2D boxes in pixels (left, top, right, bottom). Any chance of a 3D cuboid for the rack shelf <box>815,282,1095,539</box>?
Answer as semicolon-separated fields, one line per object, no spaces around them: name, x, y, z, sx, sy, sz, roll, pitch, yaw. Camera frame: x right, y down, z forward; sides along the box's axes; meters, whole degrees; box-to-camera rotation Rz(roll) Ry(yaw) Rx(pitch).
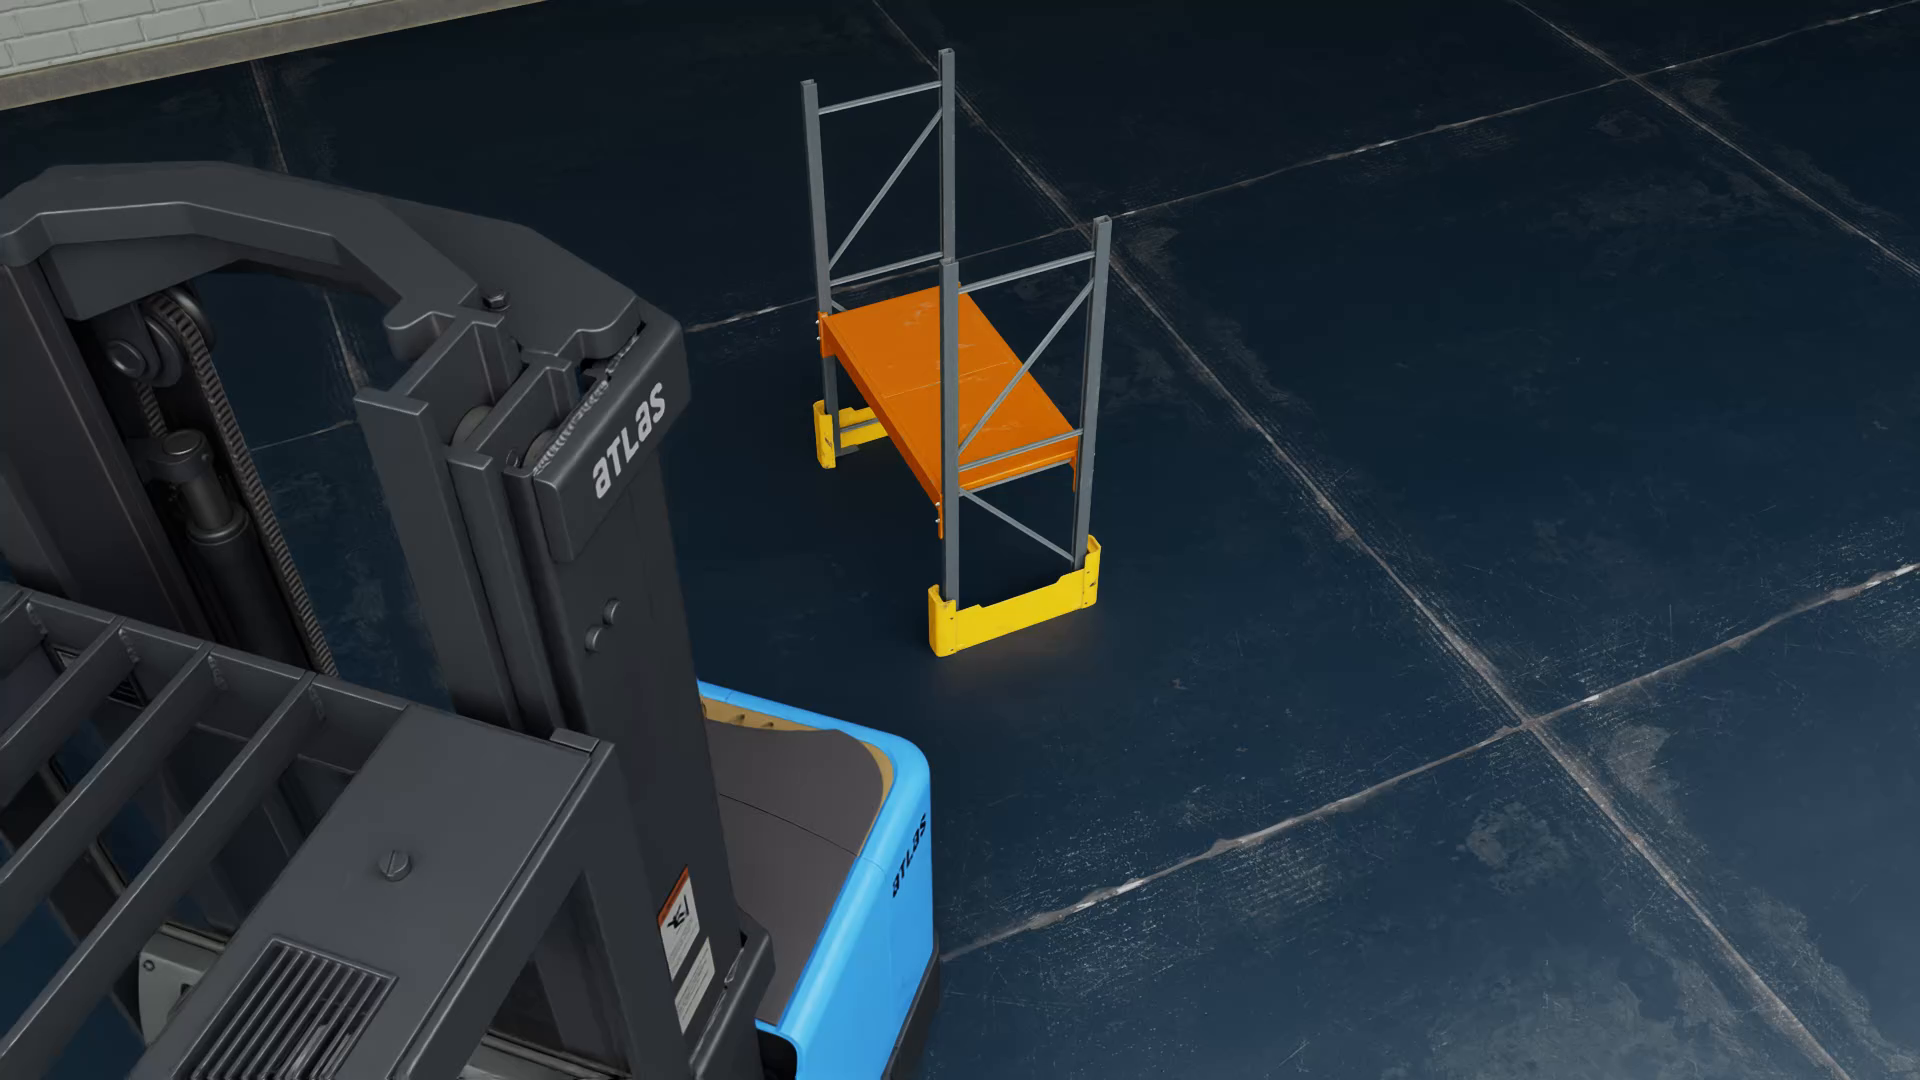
rack shelf;-0.036;-0.460;5.405;0.538;0.185;1.000;-18;47;-17

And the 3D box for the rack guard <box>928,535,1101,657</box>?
rack guard;0.177;0.180;5.390;0.587;0.250;0.087;-18;47;-17

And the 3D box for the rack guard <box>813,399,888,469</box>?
rack guard;-0.241;-0.455;6.033;0.587;0.250;0.087;-18;47;-17

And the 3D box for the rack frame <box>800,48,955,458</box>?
rack frame;-0.250;-0.912;5.607;0.500;1.500;0.032;-18;47;-17

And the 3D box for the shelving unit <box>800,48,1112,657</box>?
shelving unit;-0.032;-0.582;5.272;0.587;1.500;1.083;-18;47;-17

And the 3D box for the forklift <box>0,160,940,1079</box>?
forklift;-1.019;1.048;2.601;1.130;2.935;3.031;14;46;14

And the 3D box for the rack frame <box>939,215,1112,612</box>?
rack frame;0.178;-0.264;4.950;0.500;1.500;0.032;-18;47;-17
